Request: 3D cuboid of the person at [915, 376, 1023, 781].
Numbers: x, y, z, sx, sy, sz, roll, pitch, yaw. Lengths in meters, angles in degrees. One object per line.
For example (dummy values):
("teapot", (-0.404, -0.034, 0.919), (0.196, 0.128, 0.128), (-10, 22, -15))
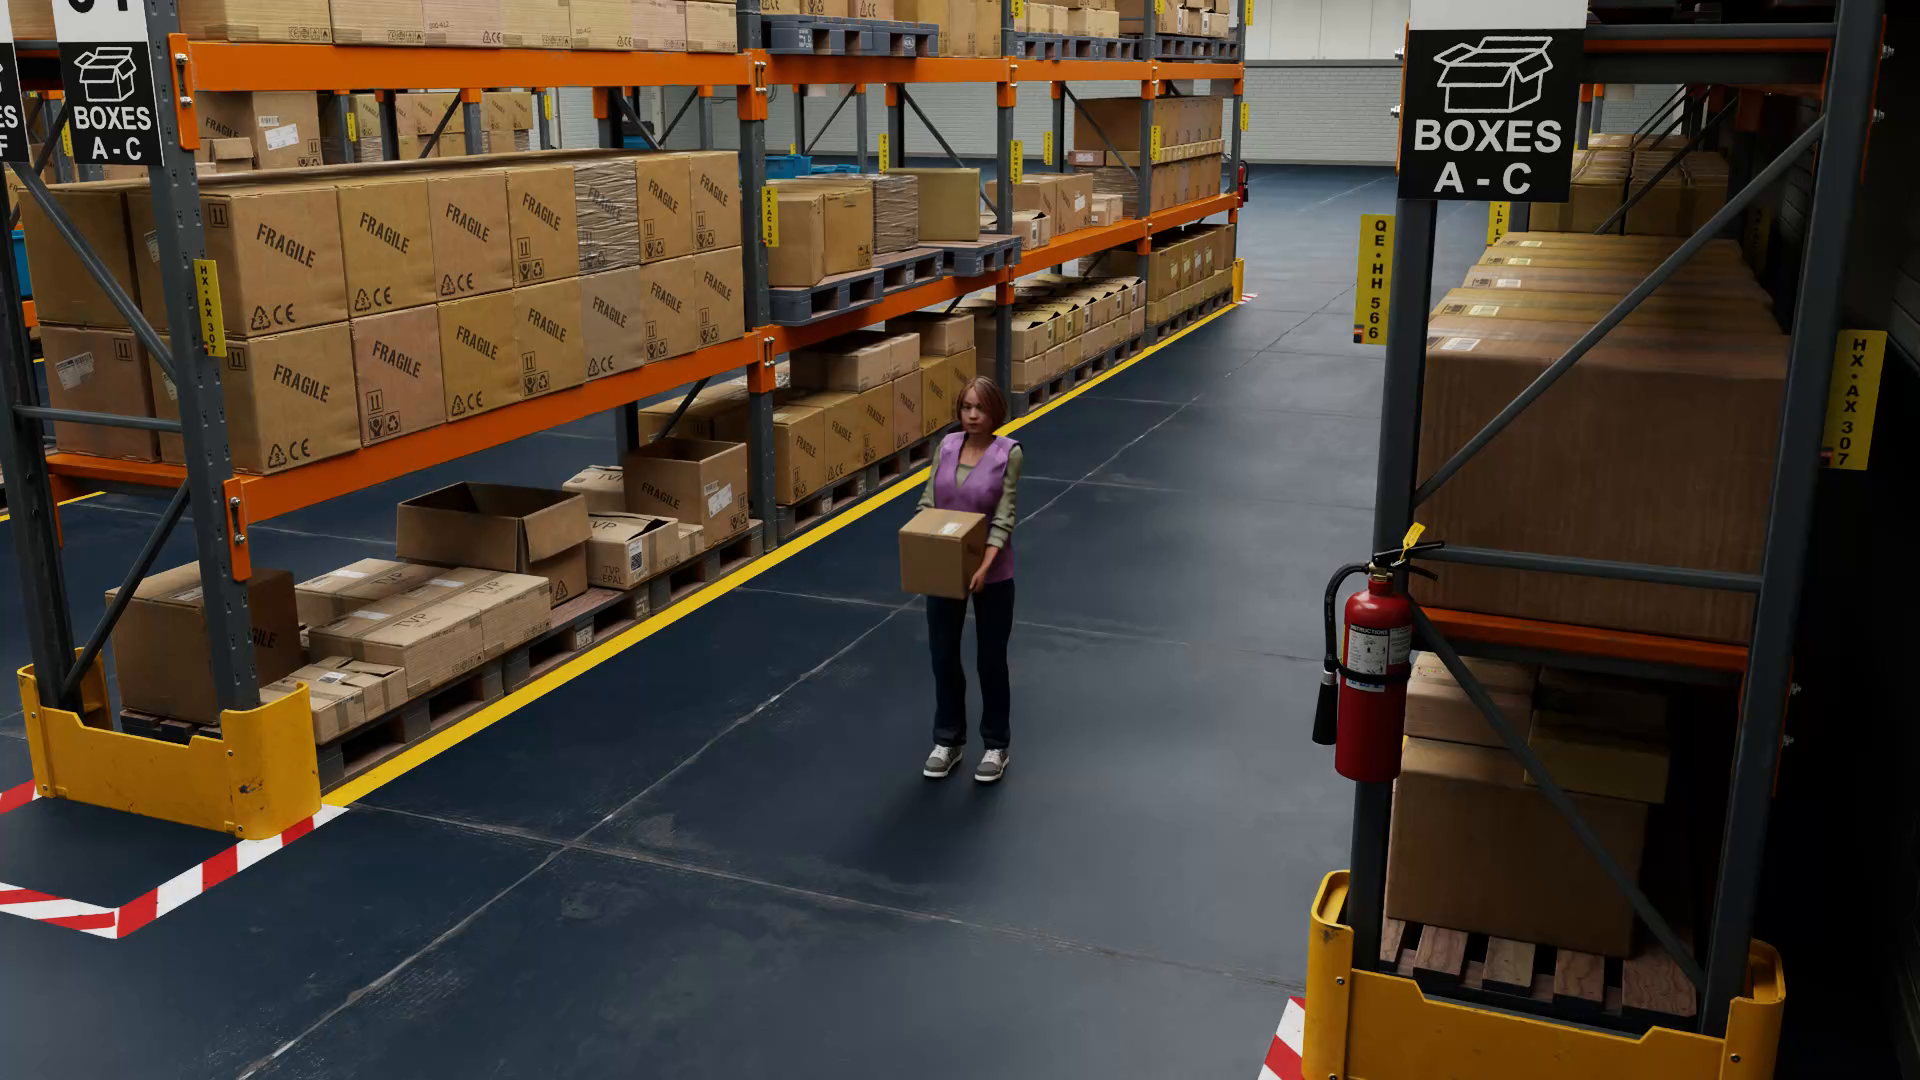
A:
("person", (0.012, 0.171, 6.447), (0.405, 1.592, 0.490), (6, 17, 22))
